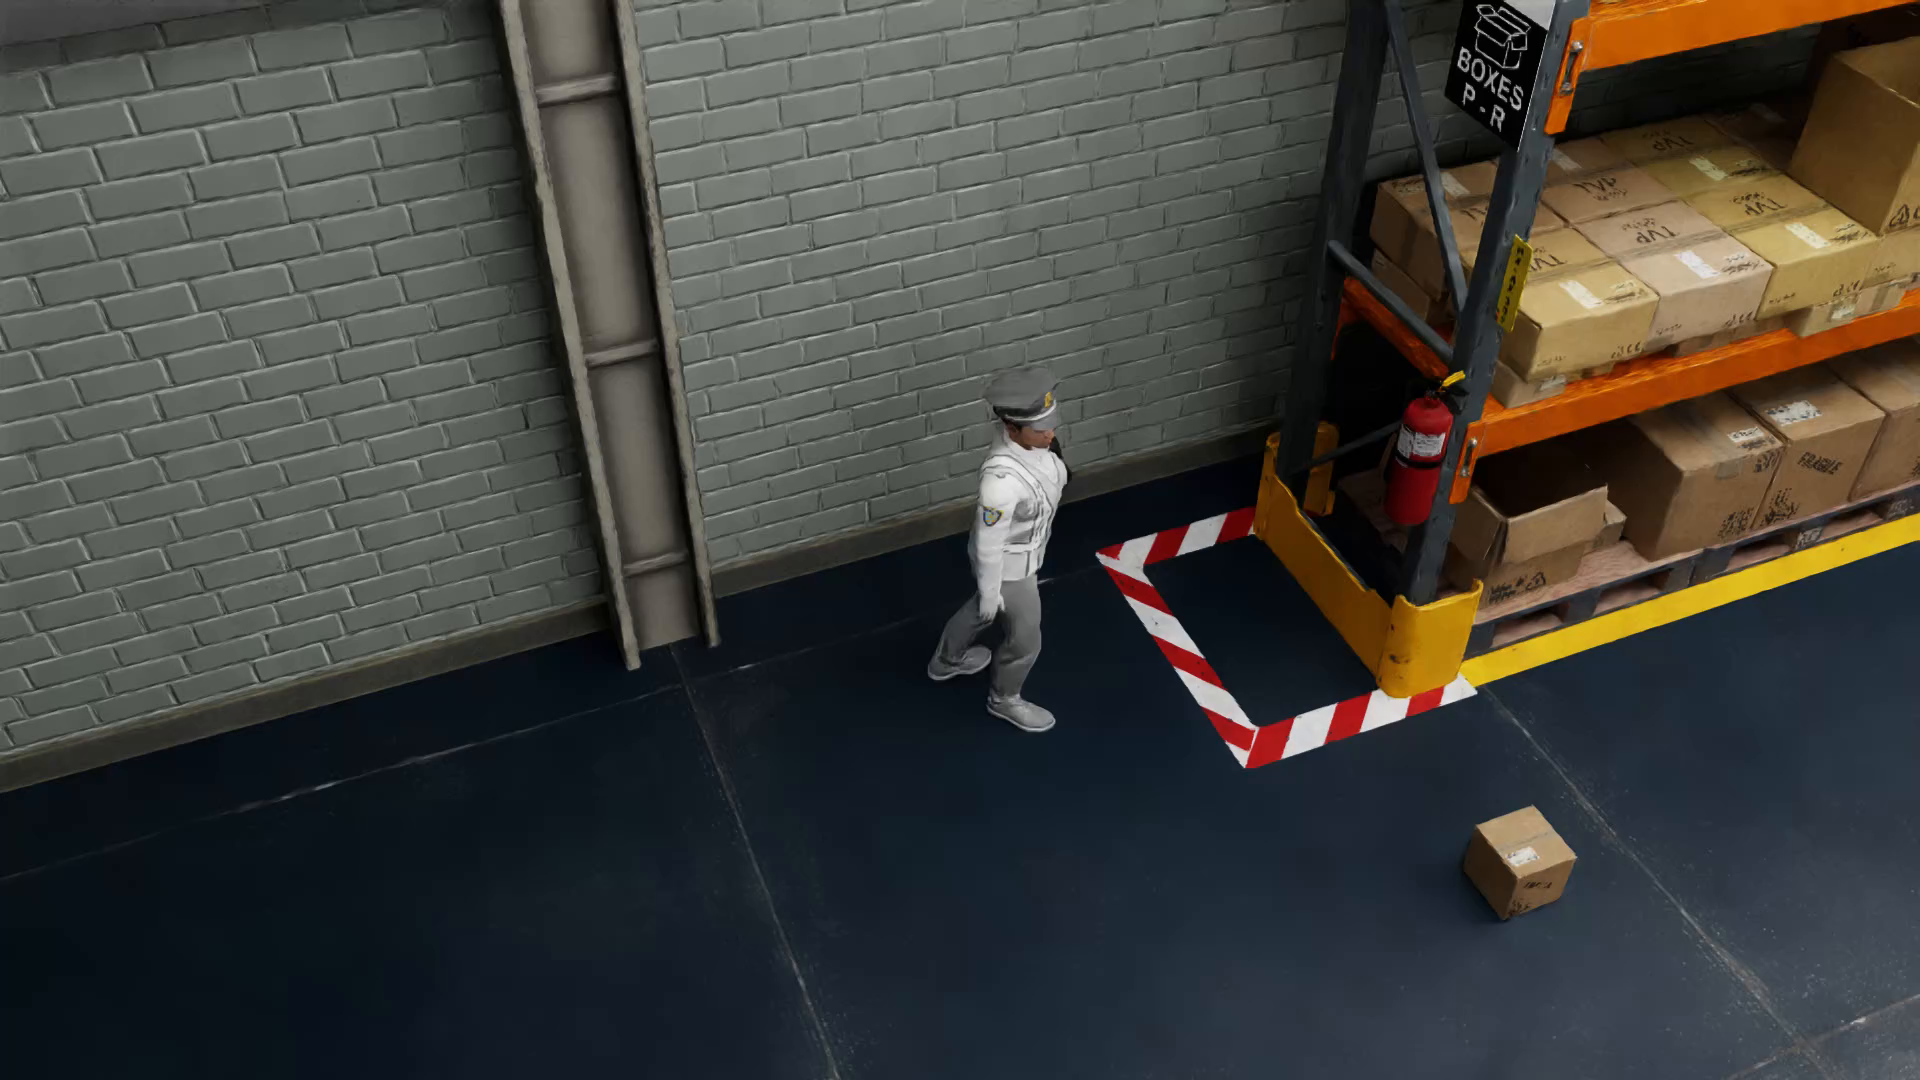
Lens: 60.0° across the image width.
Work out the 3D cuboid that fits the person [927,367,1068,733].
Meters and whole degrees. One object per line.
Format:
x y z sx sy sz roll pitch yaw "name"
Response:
13.664 -1.259 4.411 27.148 5.866 5.702 9 43 9 "person"
